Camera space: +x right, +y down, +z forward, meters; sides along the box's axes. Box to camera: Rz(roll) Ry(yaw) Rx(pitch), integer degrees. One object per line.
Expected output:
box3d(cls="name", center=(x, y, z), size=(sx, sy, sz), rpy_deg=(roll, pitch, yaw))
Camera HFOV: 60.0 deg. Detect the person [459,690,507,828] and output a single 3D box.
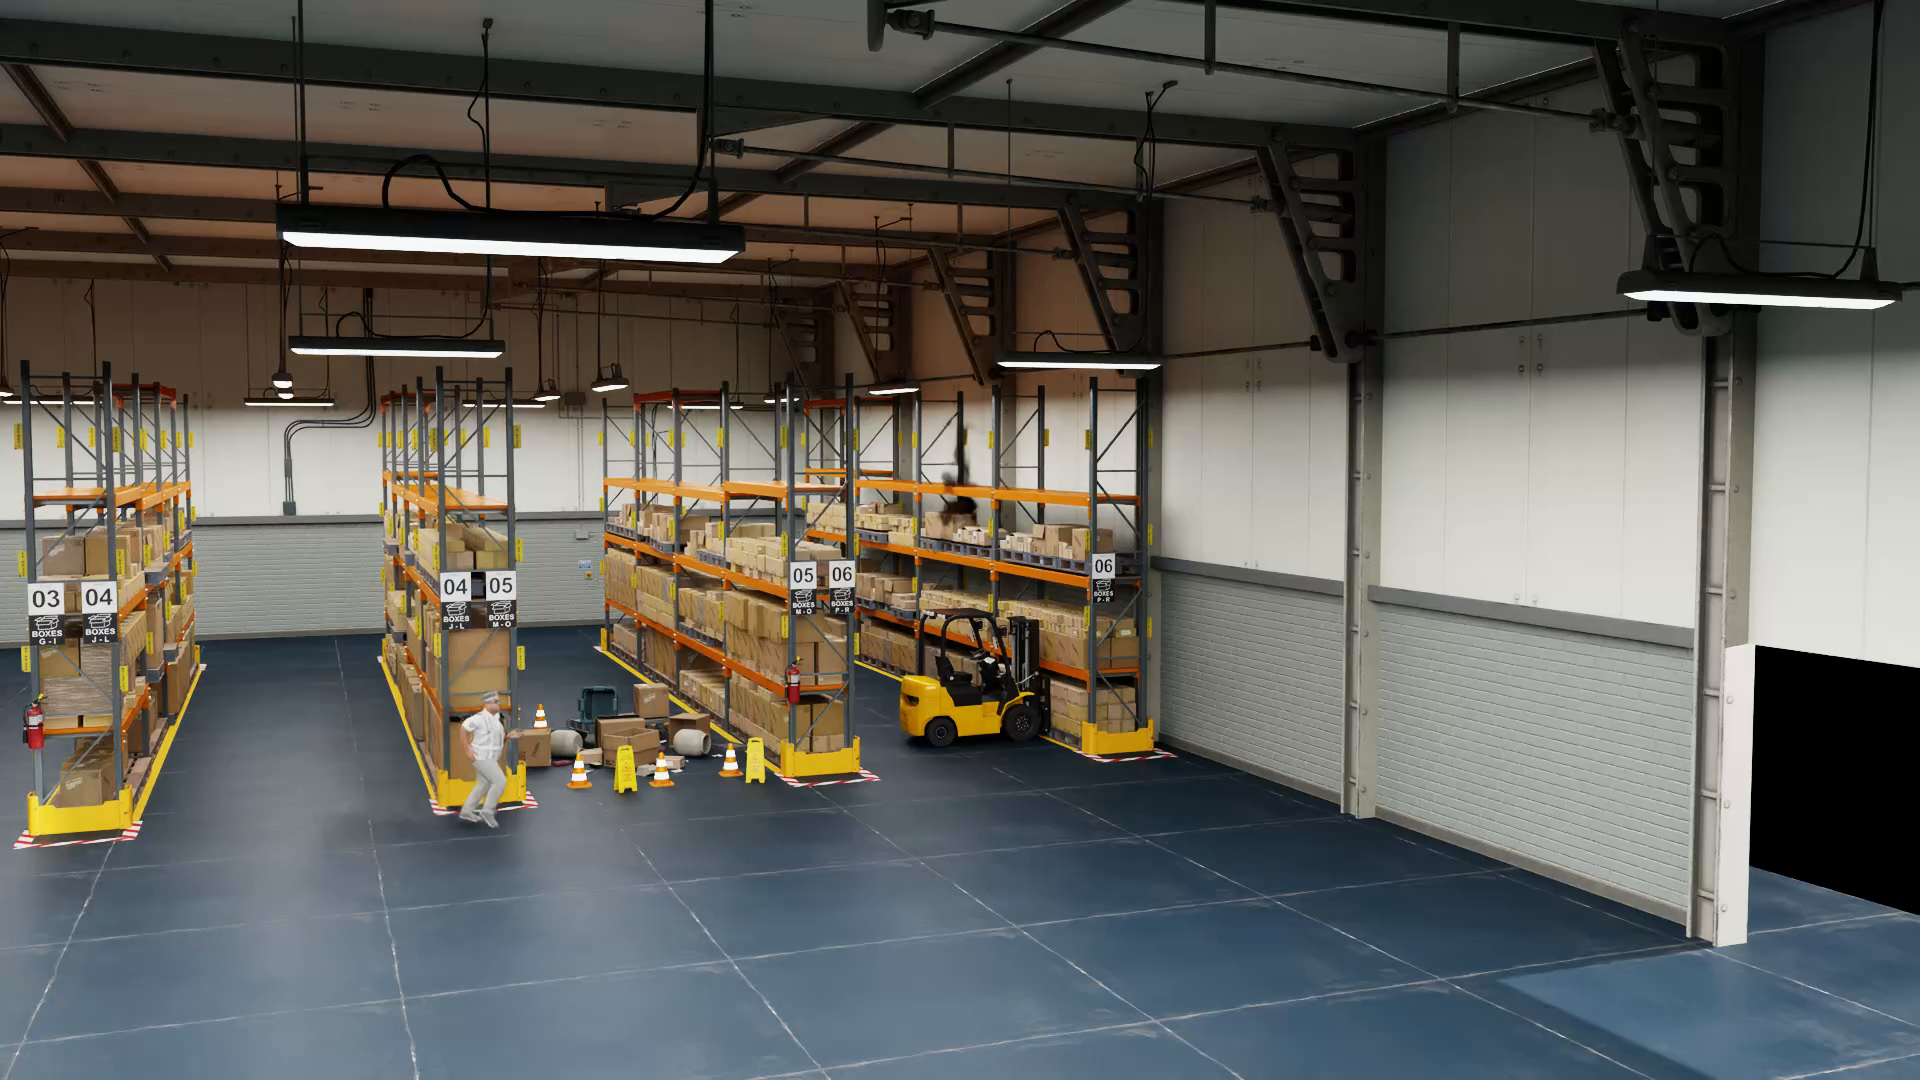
box3d(cls="person", center=(-6.222, 2.849, 21.615), size=(0.602, 1.801, 0.455), rpy_deg=(0, 3, 6))
